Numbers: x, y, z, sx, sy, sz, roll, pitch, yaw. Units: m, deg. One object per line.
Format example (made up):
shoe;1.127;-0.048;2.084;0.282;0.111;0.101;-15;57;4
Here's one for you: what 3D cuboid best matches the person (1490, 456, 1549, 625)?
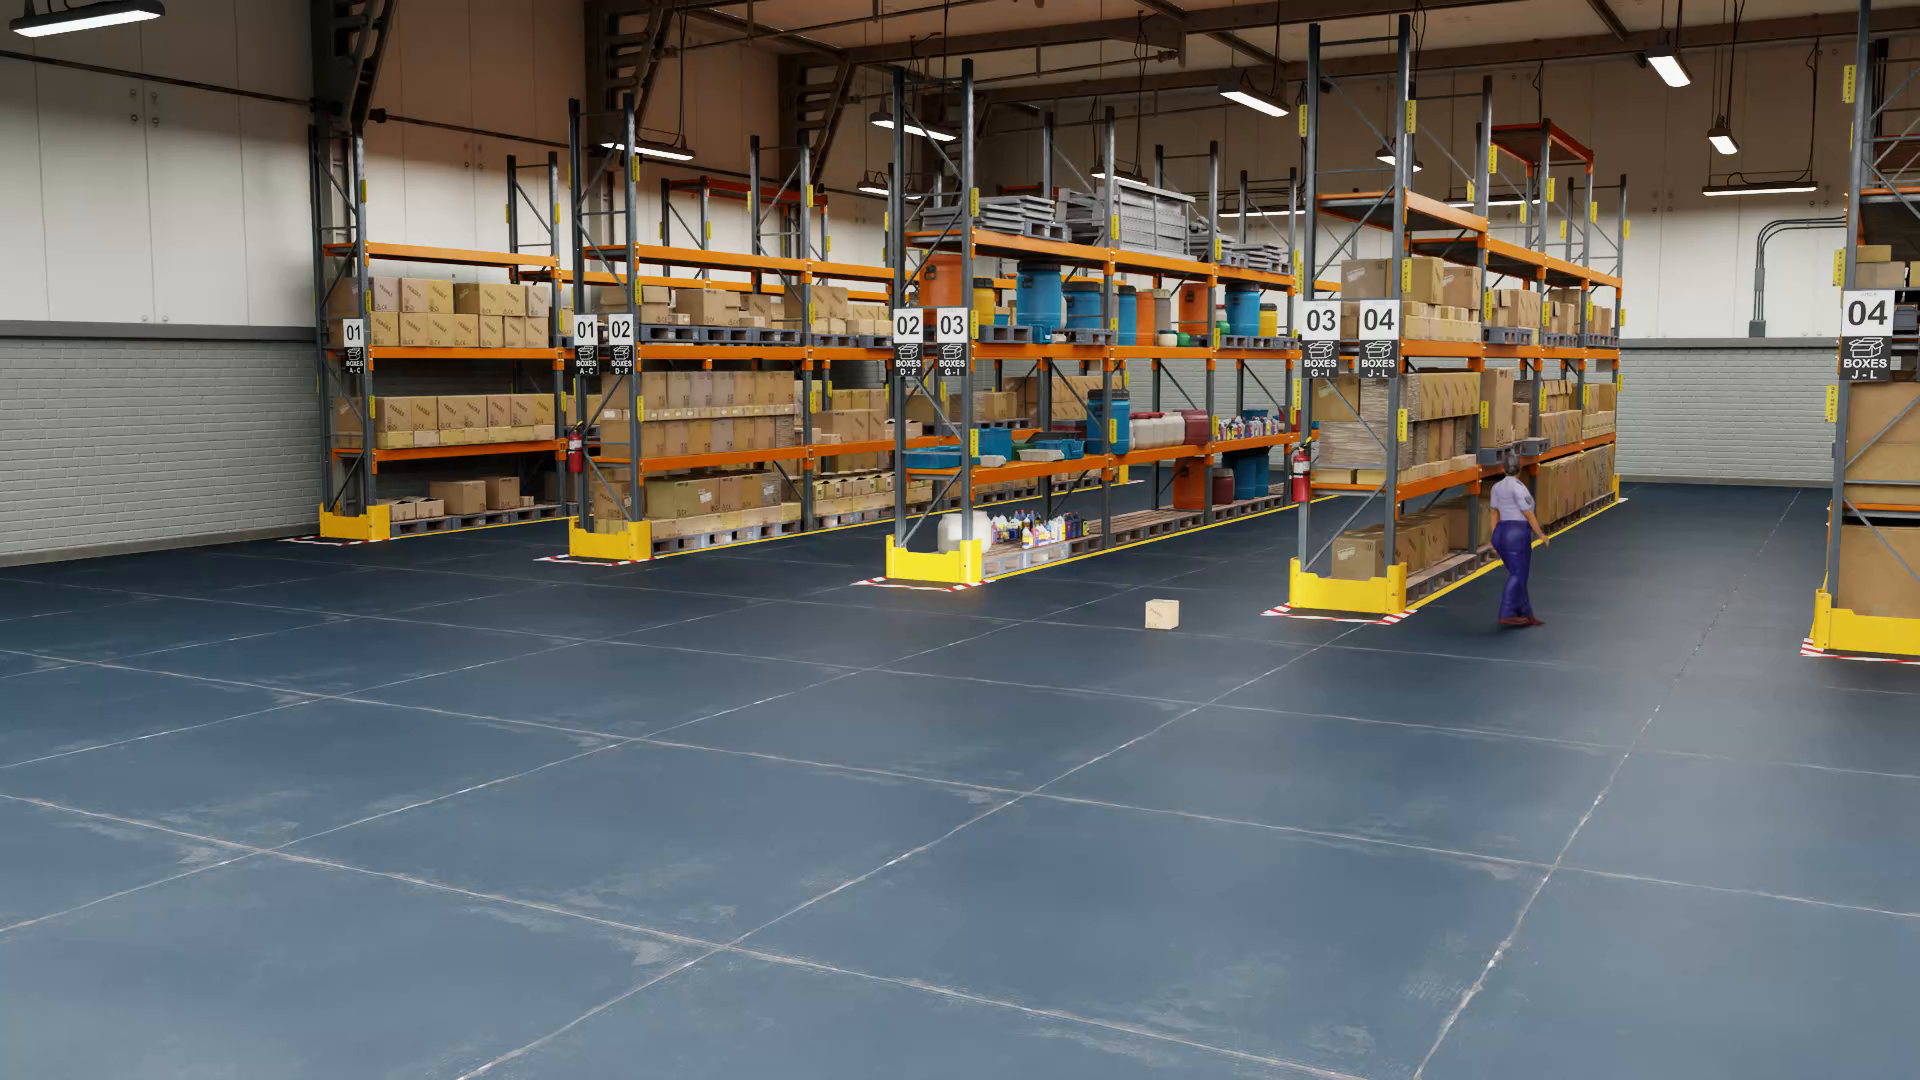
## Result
person;5.485;0.019;16.258;0.556;1.678;0.503;-1;6;-14
